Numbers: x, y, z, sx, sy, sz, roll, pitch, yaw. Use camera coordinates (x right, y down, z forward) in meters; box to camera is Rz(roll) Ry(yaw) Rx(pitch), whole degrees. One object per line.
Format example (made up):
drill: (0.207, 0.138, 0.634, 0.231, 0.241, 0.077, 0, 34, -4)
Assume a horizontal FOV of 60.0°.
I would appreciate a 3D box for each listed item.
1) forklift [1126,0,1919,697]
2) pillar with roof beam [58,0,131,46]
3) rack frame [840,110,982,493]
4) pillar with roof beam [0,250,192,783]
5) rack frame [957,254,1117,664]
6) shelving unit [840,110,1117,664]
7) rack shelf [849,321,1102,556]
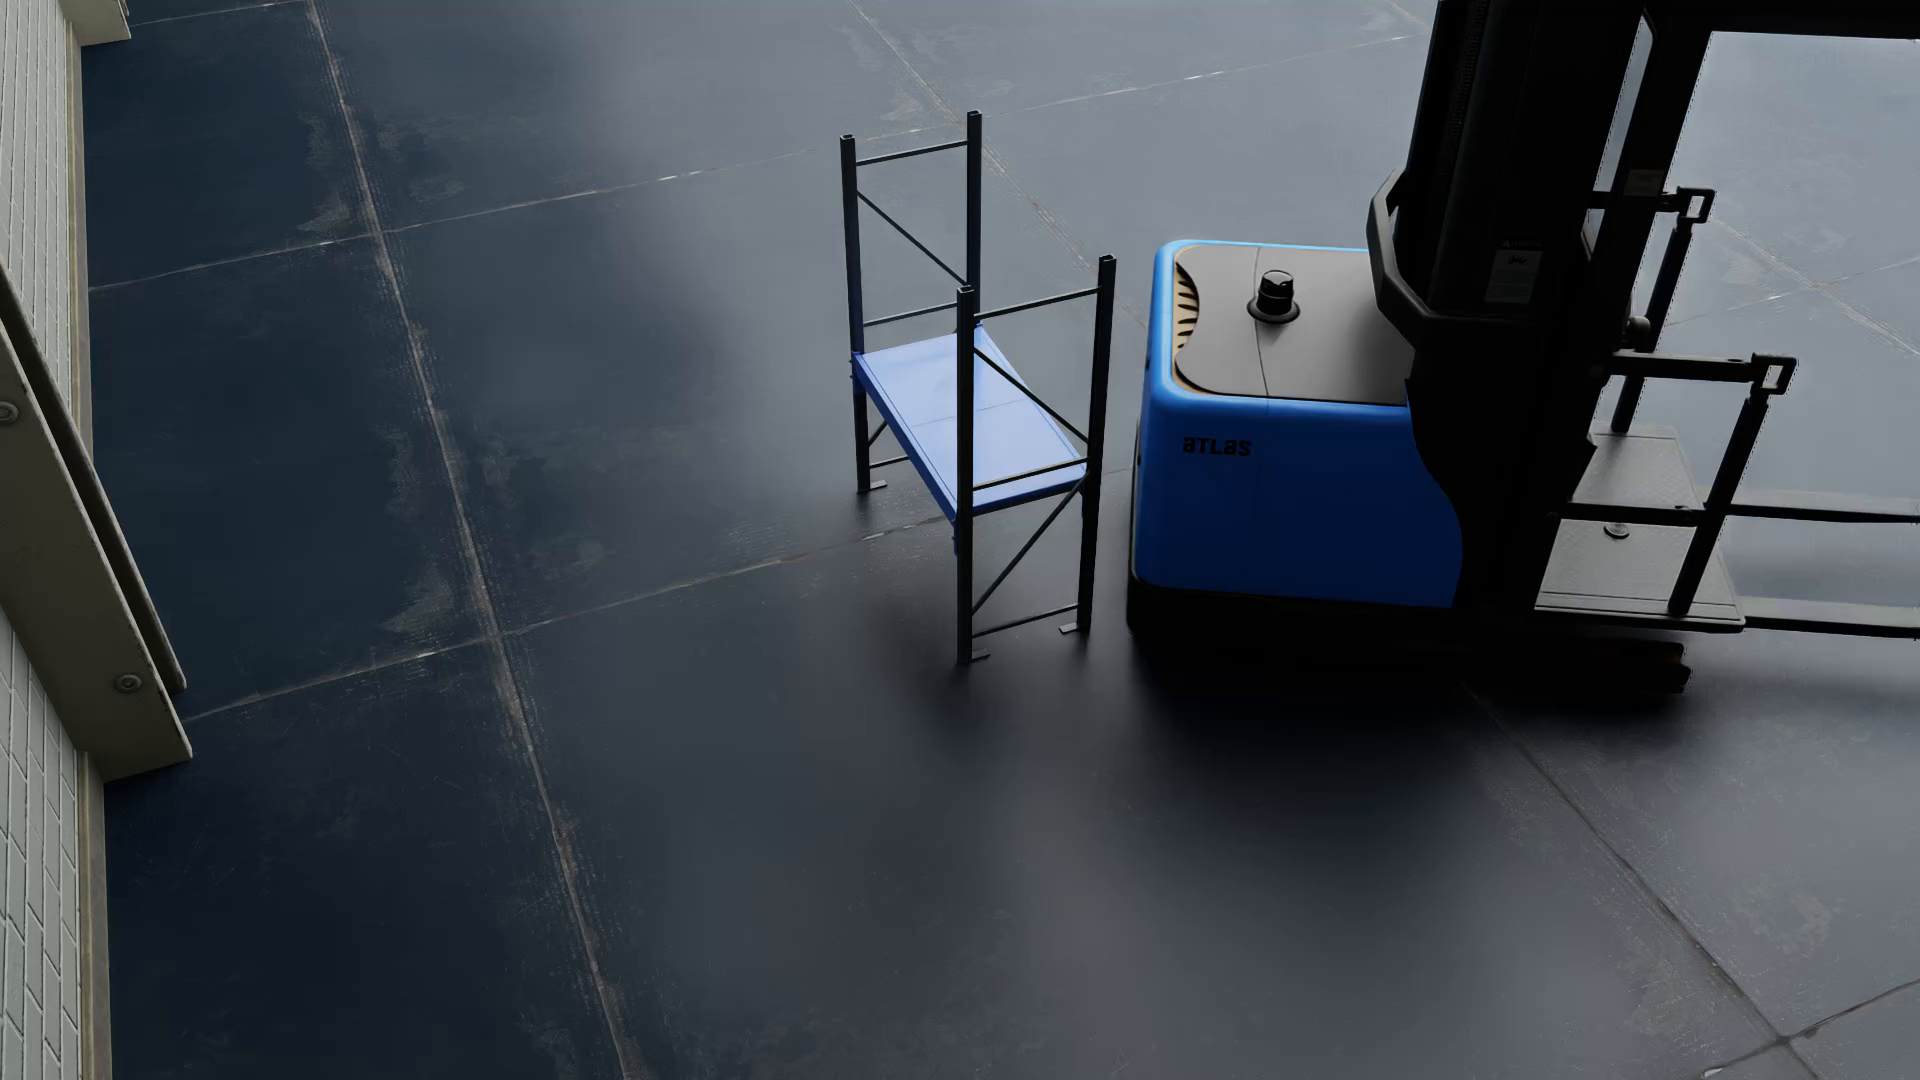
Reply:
forklift: (2.133, -0.948, 5.105, 3.031, 2.935, 1.130, 4, 41, 5)
pillar with roof beam: (-1.040, -7.469, 8.034, 9.100, 9.000, 0.400, -15, 43, -17)
rack frame: (-0.162, -0.824, 6.057, 0.500, 1.500, 0.032, -15, 43, -17)
pillar with roof beam: (1.256, -3.855, 3.831, 9.100, 9.000, 0.400, -15, 43, -17)
rack frame: (0.227, -0.211, 5.345, 0.500, 1.500, 0.032, -15, 43, -17)
shelving unit: (0.033, -0.517, 5.701, 0.538, 1.500, 1.048, -15, 43, -17)
rack shelf: (0.033, -0.381, 5.819, 0.538, 0.185, 1.000, -15, 43, -17)
